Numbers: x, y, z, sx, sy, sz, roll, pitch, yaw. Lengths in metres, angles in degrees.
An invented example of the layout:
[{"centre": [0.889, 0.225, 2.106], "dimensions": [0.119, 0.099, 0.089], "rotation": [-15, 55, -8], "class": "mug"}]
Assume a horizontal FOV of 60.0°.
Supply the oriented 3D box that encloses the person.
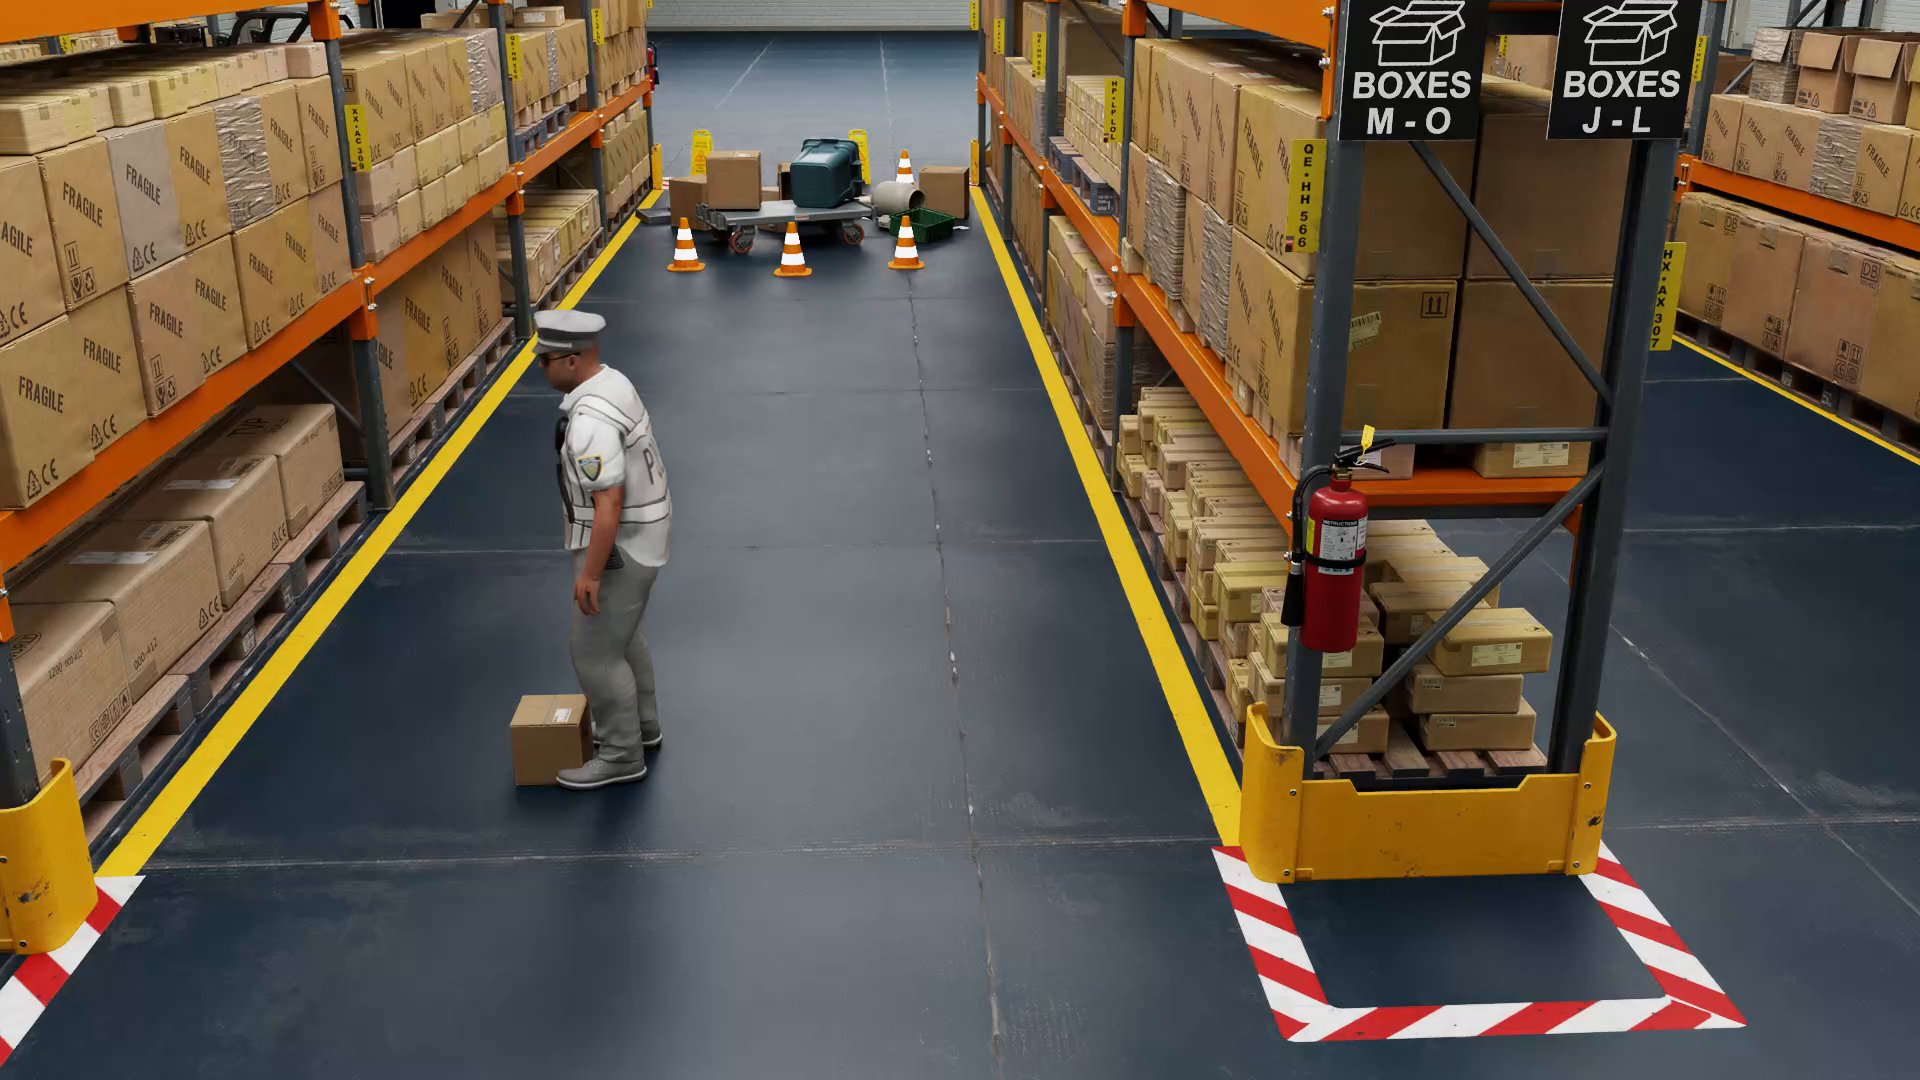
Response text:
[{"centre": [-1.268, 0.035, 5.968], "dimensions": [0.468, 1.748, 0.598], "rotation": [-2, 20, -5], "class": "person"}]
